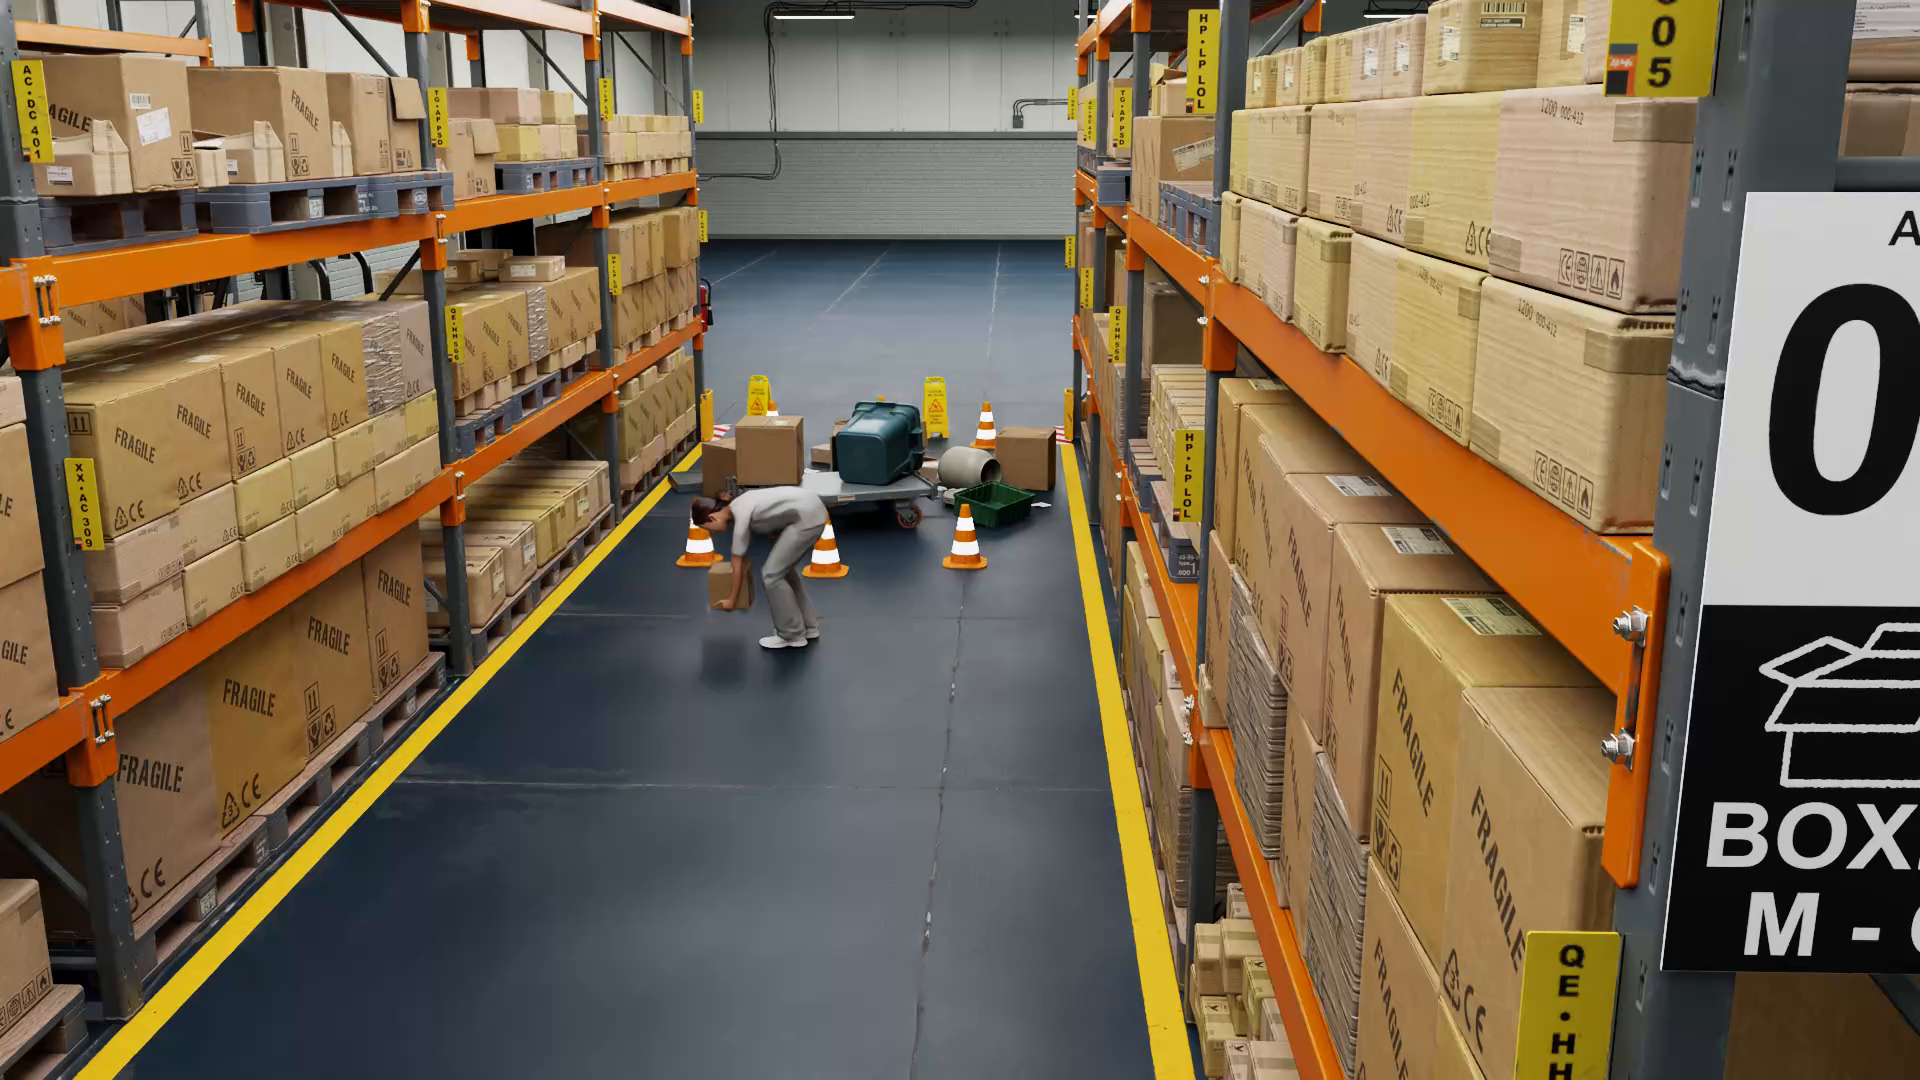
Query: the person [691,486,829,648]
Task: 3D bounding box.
[{"bbox_3d":[-1.277,0.169,10.677,0.872,1.023,0.427,0,14,-1],"label":"person"}]
